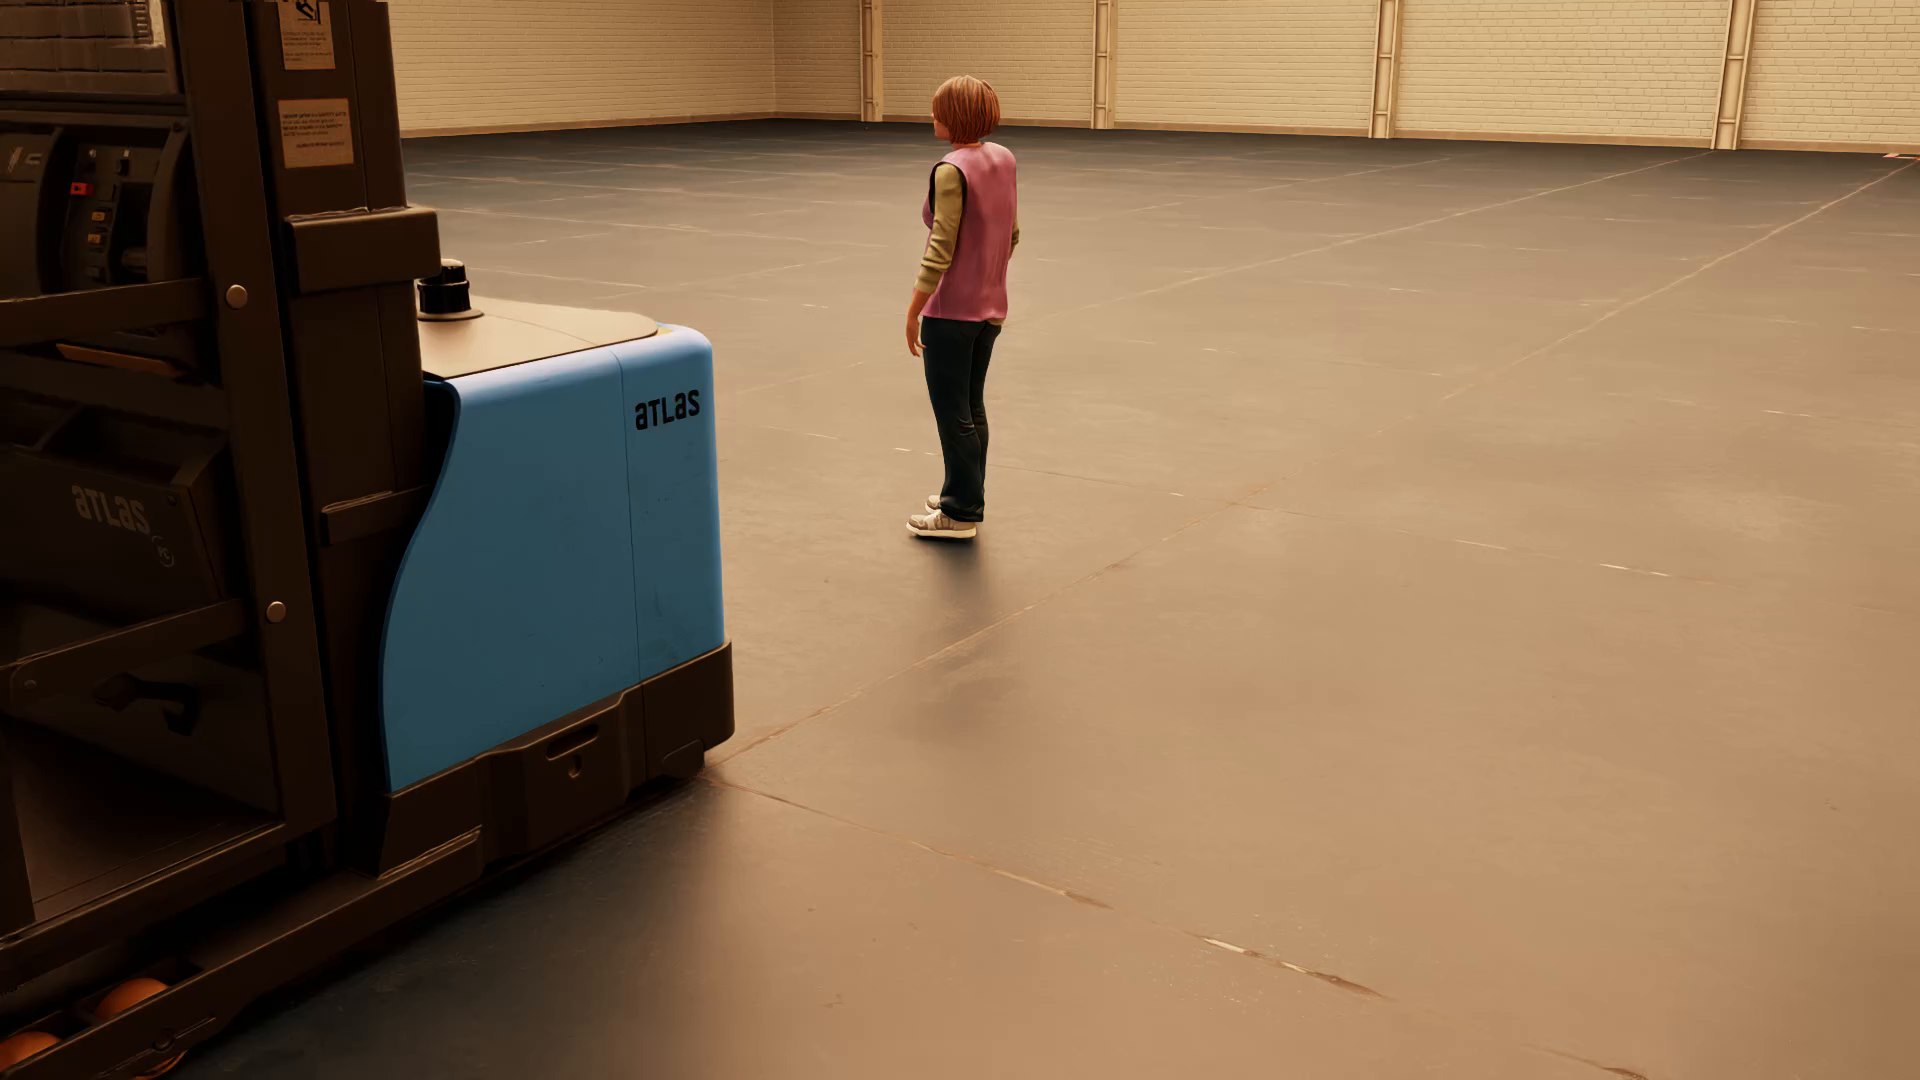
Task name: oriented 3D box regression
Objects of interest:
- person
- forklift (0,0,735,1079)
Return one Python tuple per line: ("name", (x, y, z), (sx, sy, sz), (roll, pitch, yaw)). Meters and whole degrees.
("person", (-0.053, -0.787, 5.769), (0.476, 1.596, 0.520), (11, 20, 33))
("forklift", (-1.776, -0.586, 2.791), (1.130, 2.935, 3.031), (10, 20, 31))
